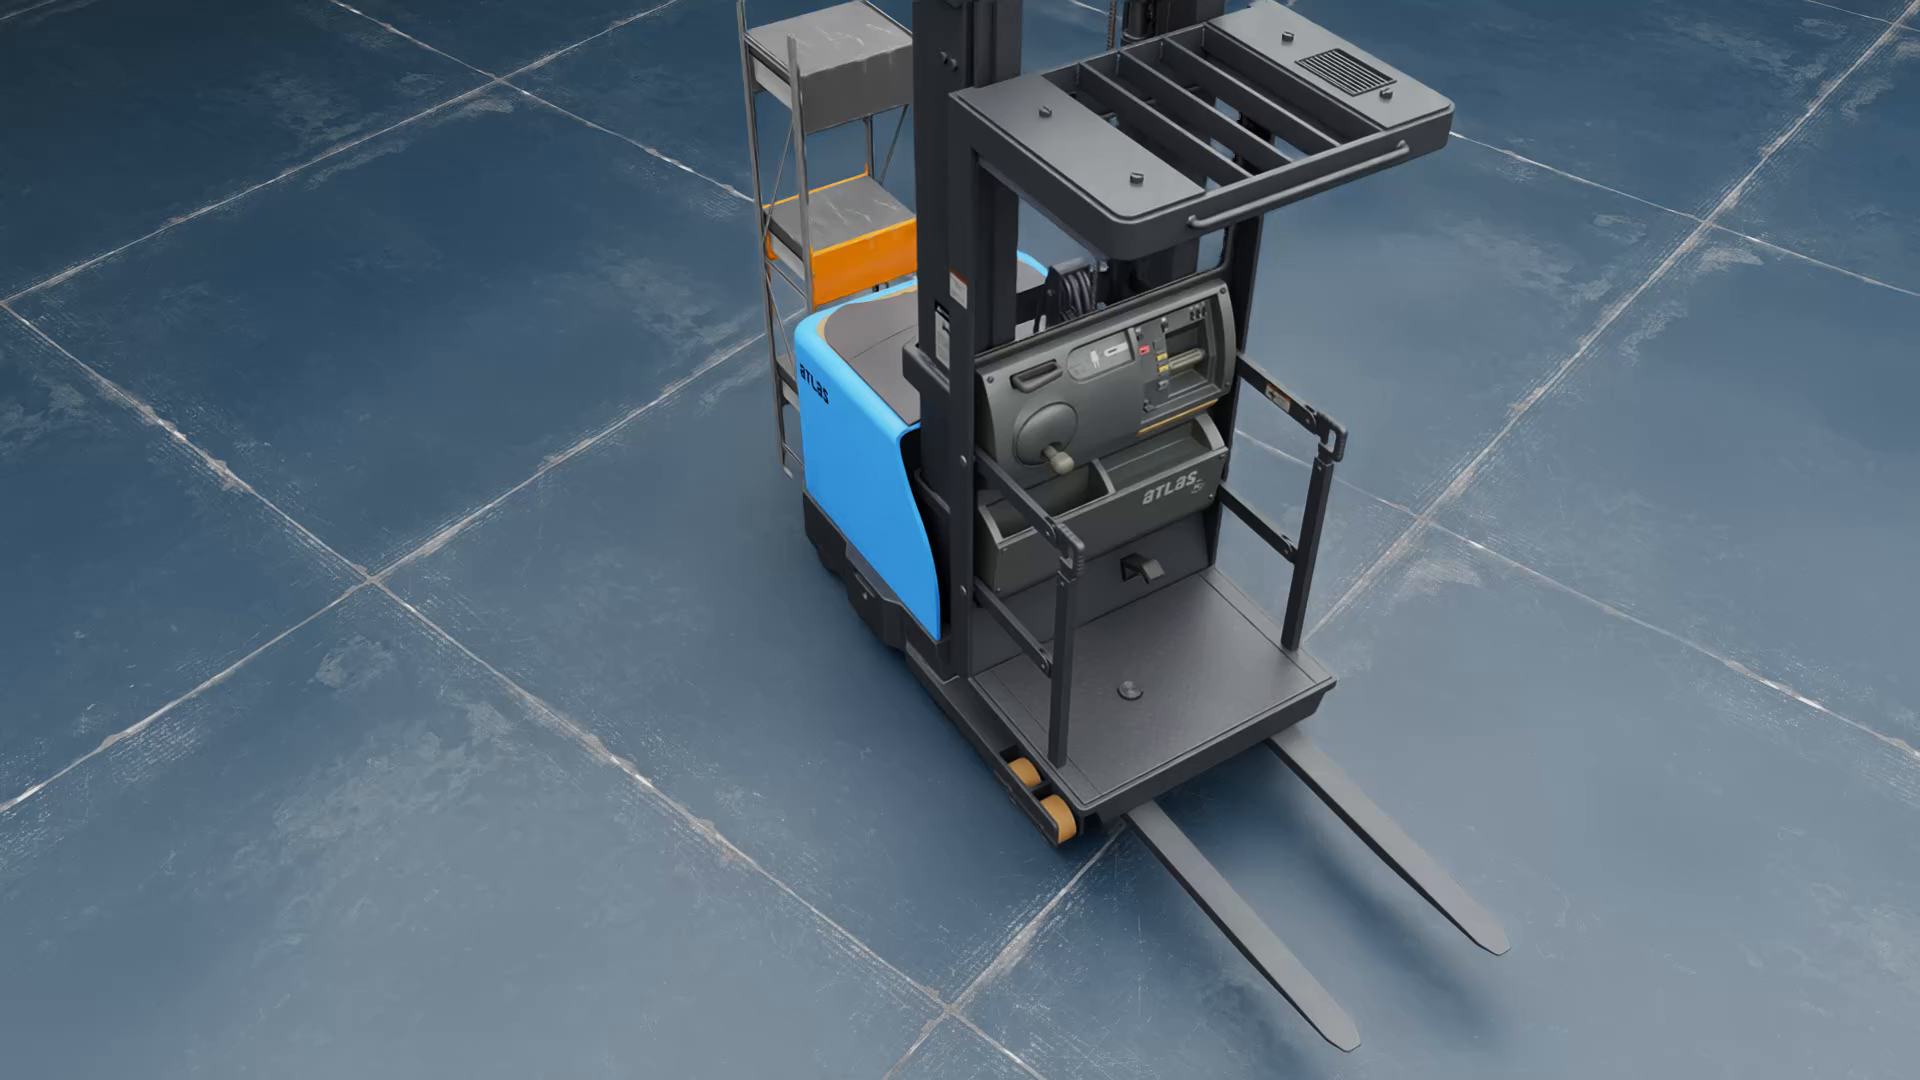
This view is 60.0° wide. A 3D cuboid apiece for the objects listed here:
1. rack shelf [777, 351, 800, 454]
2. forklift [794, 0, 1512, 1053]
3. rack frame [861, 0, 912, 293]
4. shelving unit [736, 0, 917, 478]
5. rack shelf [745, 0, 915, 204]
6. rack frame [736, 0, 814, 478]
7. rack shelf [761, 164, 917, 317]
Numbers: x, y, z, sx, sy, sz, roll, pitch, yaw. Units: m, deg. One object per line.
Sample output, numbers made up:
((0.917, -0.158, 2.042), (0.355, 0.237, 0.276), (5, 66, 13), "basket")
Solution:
((-0.449, -0.541, 6.845), (0.480, 0.518, 0.431), (-24, 47, -24), "rack shelf")
((0.591, -0.423, 5.036), (1.130, 2.935, 3.031), (-23, 47, -23), "forklift")
((-0.245, -1.159, 6.464), (0.015, 2.100, 0.400), (-24, 47, -24), "rack frame")
((-0.449, -1.069, 6.365), (0.503, 2.100, 0.431), (-24, 47, -24), "shelving unit")
((-0.449, -1.577, 5.903), (0.480, 0.518, 0.431), (-24, 47, -24), "rack shelf")
((-0.654, -0.980, 6.267), (0.015, 2.100, 0.400), (-24, 47, -24), "rack frame")
((-0.449, -1.059, 6.374), (0.480, 0.518, 0.431), (-24, 47, -24), "rack shelf")
